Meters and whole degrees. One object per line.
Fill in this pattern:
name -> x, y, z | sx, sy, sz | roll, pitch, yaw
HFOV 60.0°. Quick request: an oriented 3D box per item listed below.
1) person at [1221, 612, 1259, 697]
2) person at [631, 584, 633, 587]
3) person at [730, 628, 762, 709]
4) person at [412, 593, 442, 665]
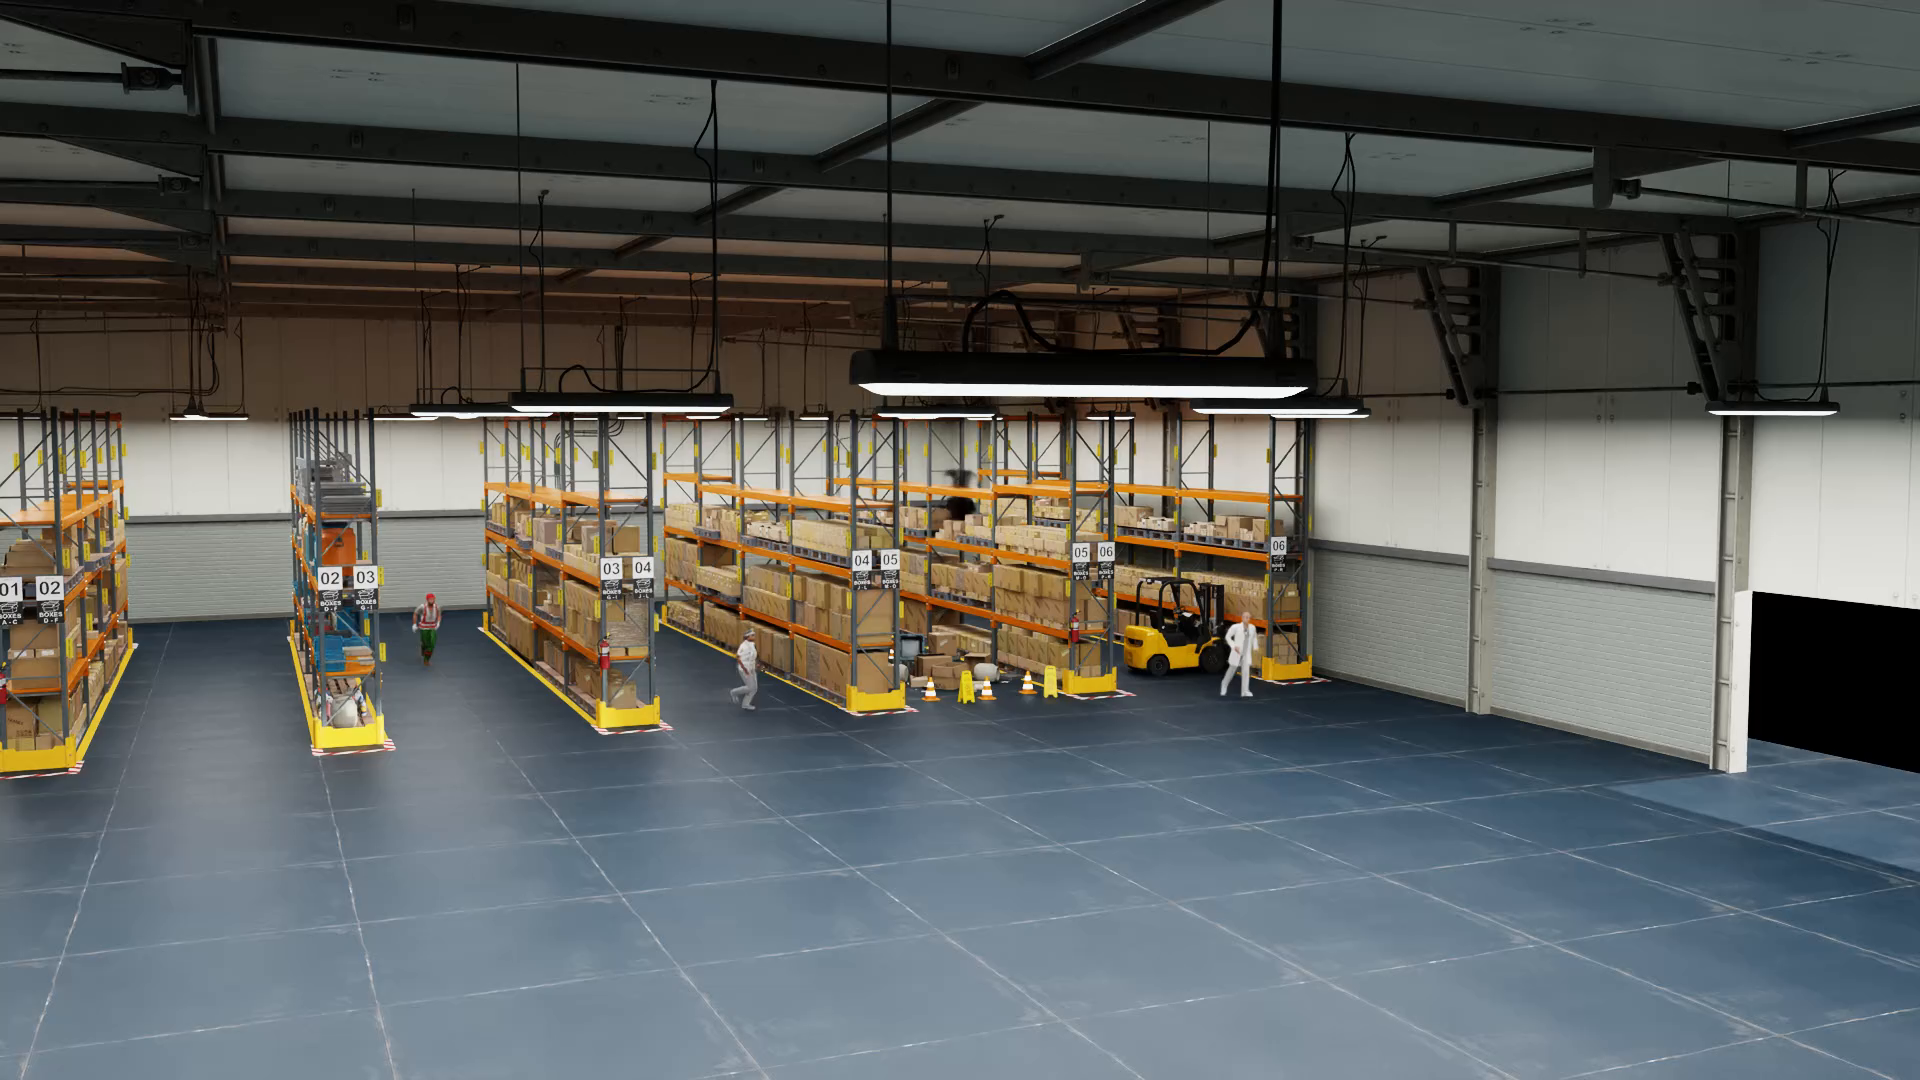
person -> 5.892, 2.383, 34.580 | 0.748, 1.772, 1.070 | -1, 4, -14
person -> -9.247, 1.462, 48.433 | 0.662, 1.746, 0.854 | 2, 4, 21
person -> -4.289, 2.578, 33.309 | 0.589, 1.637, 0.563 | 2, 4, 22
person -> -12.642, 2.107, 39.481 | 0.670, 1.712, 0.705 | -3, 5, -38
